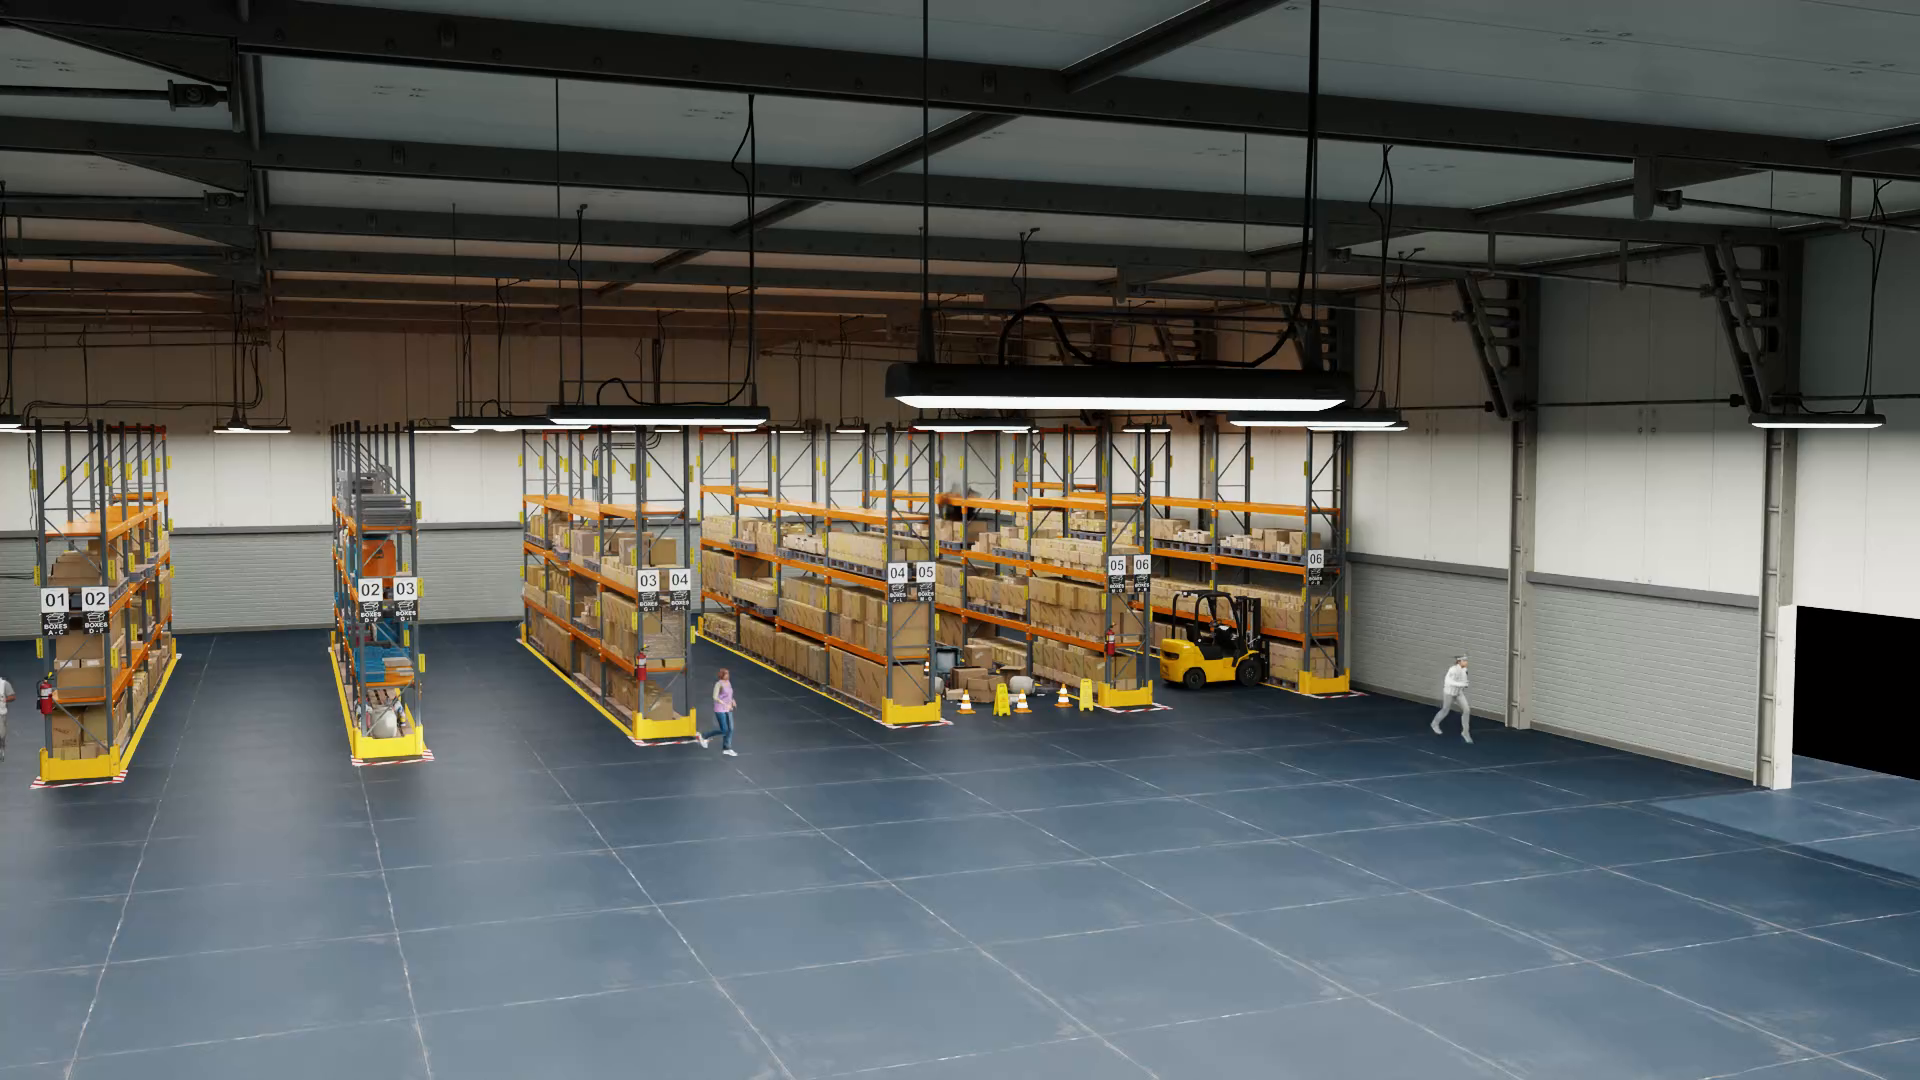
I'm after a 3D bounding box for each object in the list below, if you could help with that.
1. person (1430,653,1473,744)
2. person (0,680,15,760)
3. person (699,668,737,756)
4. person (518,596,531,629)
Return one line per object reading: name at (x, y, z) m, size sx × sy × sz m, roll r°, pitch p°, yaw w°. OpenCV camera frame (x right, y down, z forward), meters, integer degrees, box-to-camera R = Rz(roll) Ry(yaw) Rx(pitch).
person at (9.277, 2.942, 31.362) m, size 0.612 × 1.691 × 0.992 m, roll -2°, pitch 4°, yaw -28°
person at (-16.645, 3.016, 28.619) m, size 0.688 × 1.762 × 1.004 m, roll -2°, pitch 4°, yaw -34°
person at (-4.319, 3.081, 29.923) m, size 0.695 × 1.586 × 0.543 m, roll 1°, pitch 4°, yaw 19°
person at (-12.209, 1.916, 47.514) m, size 0.830 × 1.711 × 0.570 m, roll 0°, pitch 4°, yaw 4°
